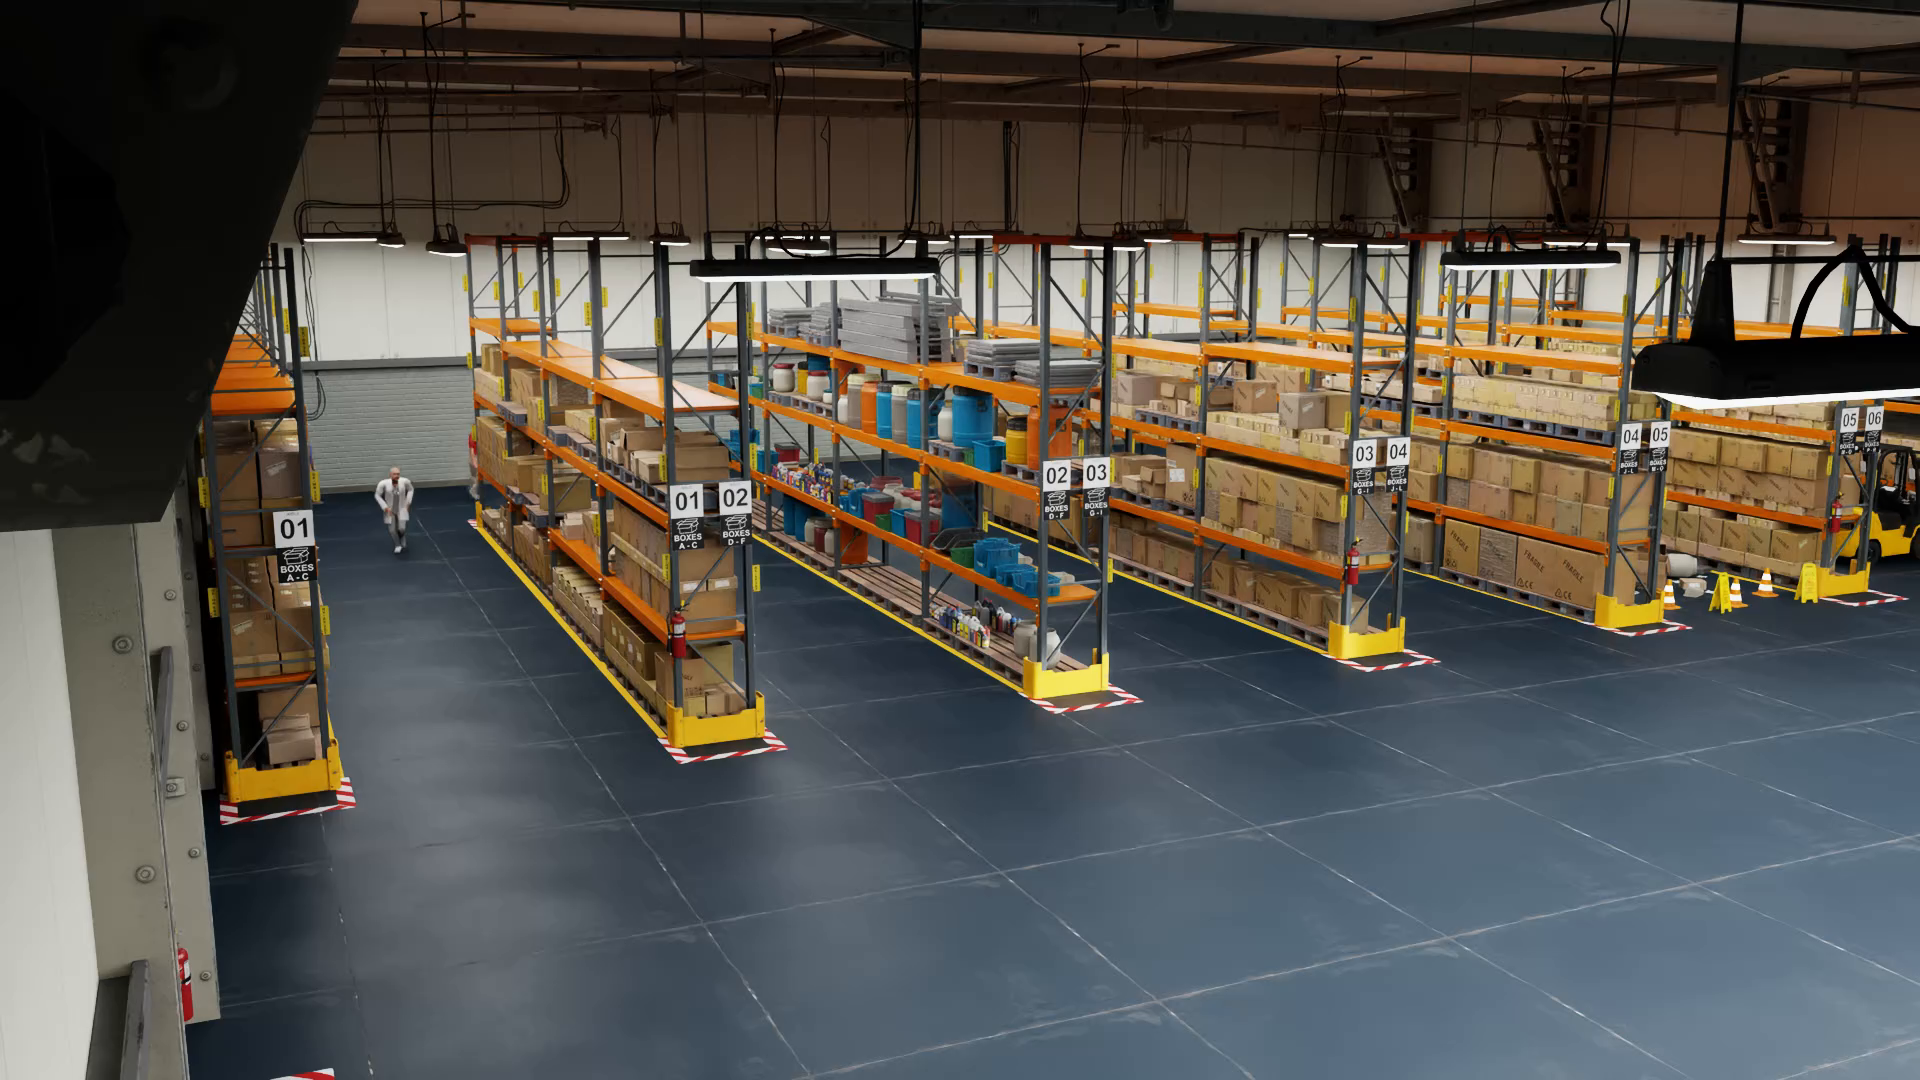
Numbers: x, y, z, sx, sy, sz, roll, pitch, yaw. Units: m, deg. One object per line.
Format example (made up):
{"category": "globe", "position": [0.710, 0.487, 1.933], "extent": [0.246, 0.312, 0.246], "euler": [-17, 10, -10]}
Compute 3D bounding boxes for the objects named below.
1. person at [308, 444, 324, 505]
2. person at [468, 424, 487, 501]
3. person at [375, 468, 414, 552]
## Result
{"category": "person", "position": [-14.634, -1.498, 37.048], "extent": [0.869, 1.418, 0.426], "euler": [0, 11, -2]}
{"category": "person", "position": [-10.963, -1.771, 37.700], "extent": [0.441, 1.748, 0.554], "euler": [-5, 12, -24]}
{"category": "person", "position": [-10.778, -0.578, 31.746], "extent": [0.708, 1.679, 0.665], "euler": [-3, 11, -16]}
